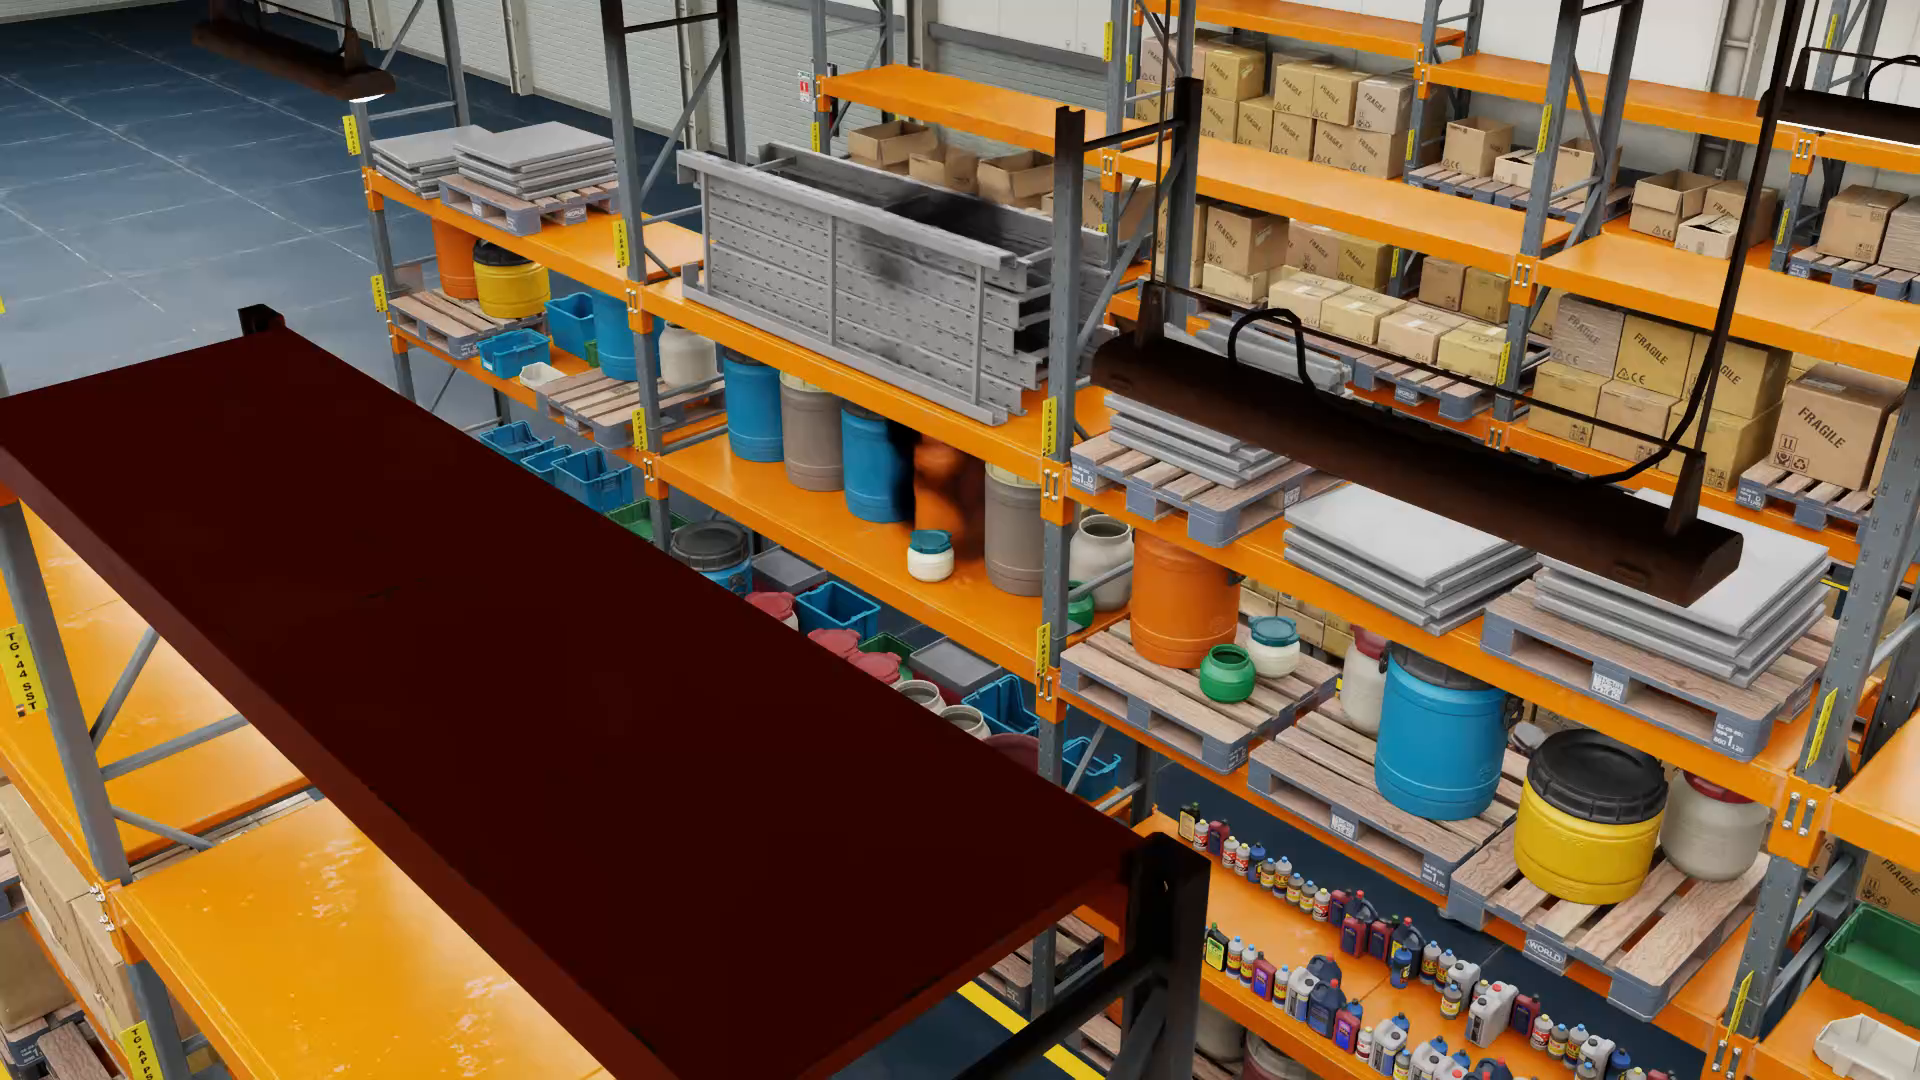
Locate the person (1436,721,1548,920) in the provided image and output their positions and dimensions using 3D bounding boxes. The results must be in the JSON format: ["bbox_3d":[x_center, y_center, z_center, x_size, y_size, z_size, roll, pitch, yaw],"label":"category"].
[{"bbox_3d":[3.819,2.009,11.306,0.911,1.703,0.572,22,35,35],"label":"person"}]
